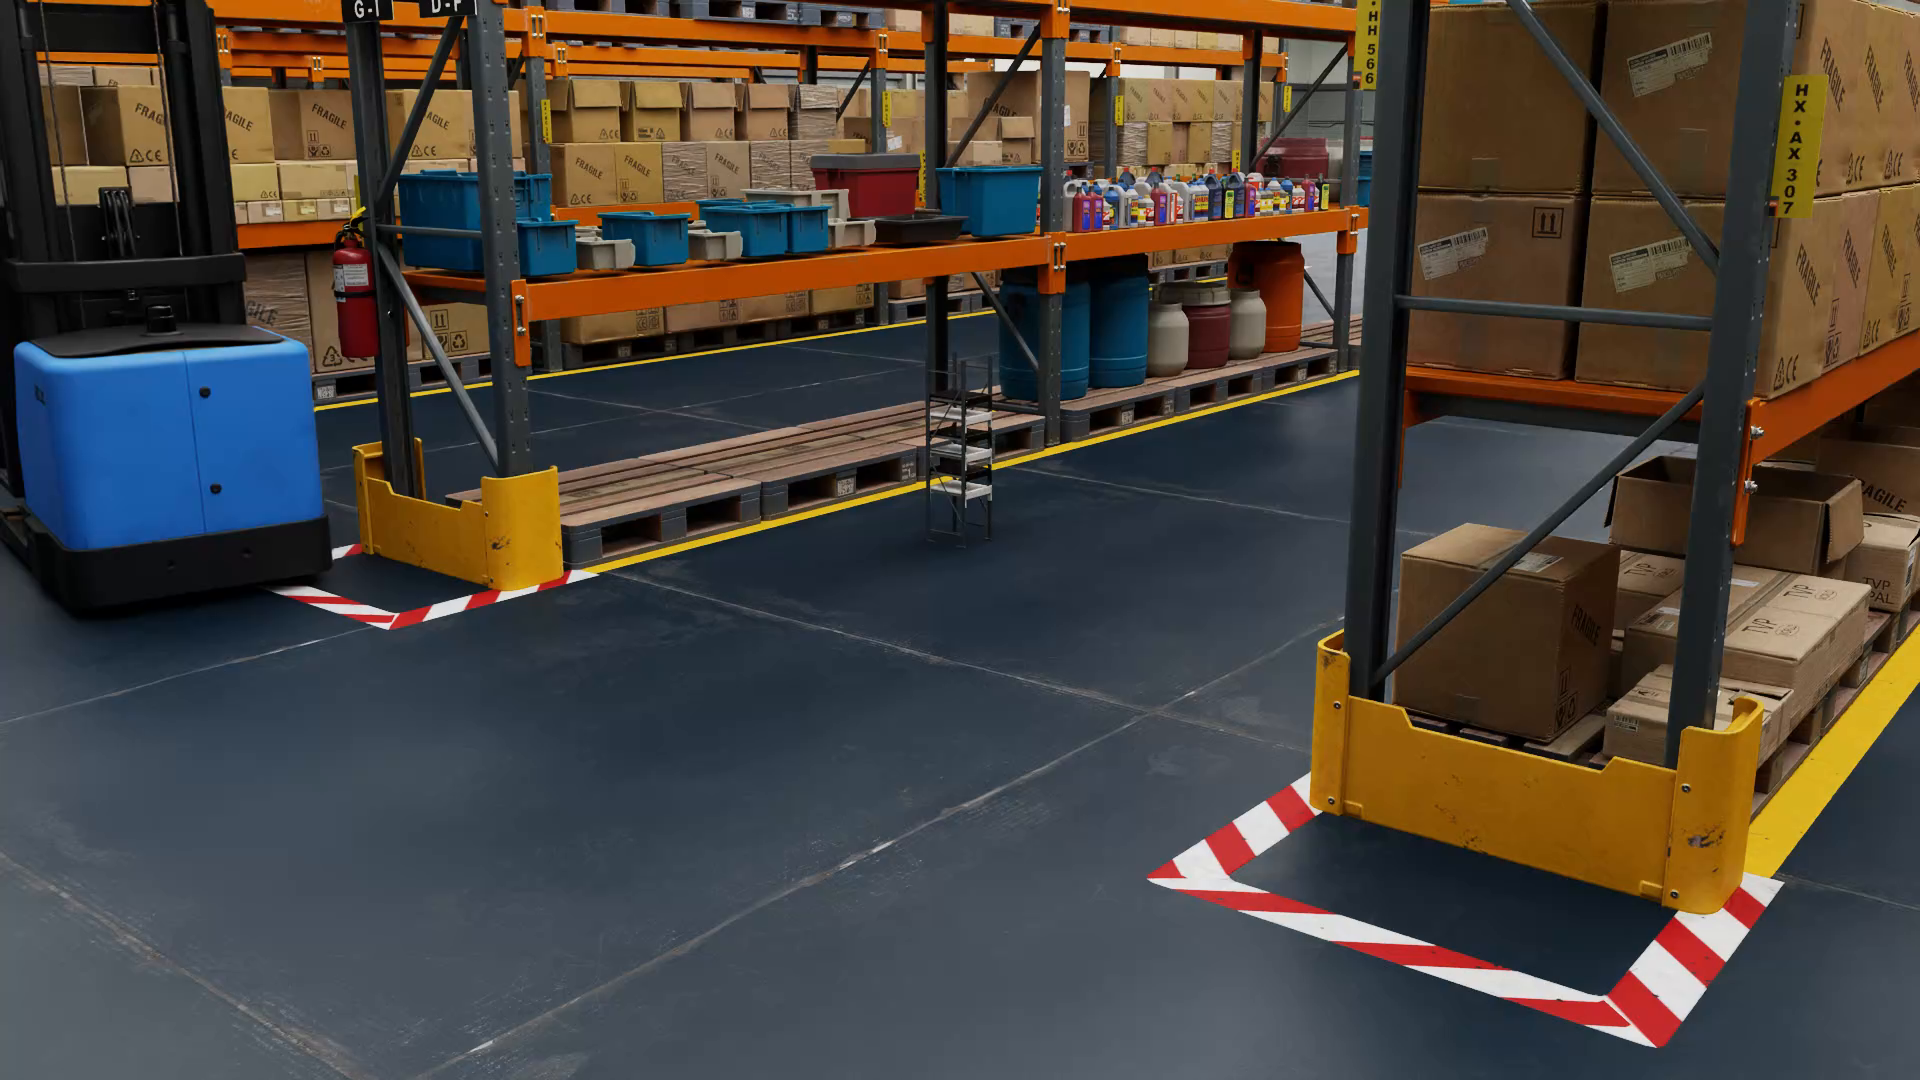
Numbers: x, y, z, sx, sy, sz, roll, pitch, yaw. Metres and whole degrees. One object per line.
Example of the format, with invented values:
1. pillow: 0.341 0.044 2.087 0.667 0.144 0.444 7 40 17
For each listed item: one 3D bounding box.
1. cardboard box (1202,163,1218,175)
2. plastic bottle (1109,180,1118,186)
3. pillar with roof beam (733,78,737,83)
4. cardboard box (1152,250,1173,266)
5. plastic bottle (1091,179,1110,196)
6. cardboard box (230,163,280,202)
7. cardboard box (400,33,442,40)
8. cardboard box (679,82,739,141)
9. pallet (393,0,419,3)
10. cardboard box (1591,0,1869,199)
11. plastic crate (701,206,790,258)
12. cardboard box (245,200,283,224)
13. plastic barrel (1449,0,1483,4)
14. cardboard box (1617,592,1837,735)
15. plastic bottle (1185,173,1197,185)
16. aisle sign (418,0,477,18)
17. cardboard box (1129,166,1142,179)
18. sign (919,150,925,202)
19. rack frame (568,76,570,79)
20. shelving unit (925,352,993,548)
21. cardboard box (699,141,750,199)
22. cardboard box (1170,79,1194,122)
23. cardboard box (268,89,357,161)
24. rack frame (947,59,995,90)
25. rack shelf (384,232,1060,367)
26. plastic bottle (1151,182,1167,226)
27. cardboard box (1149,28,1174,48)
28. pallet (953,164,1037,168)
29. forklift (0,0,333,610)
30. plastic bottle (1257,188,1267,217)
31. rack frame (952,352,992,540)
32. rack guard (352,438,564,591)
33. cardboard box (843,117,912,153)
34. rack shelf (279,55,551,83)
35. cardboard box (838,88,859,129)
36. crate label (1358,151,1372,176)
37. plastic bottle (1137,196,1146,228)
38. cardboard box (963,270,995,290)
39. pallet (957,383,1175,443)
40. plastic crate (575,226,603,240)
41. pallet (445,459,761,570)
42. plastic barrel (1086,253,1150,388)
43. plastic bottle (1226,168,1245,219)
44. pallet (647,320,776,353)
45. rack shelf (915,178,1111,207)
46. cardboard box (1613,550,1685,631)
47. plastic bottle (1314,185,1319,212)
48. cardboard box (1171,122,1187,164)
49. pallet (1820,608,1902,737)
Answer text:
1. cardboard box: 3.013 -4.672 20.931 0.380 0.149 0.250 11 18 38
2. plastic bottle: 1.085 -2.403 11.752 0.097 0.271 0.097 0 14 0
3. pillar with roof beam: -1.698 -10.881 32.680 9.100 9.000 0.400 11 18 38
4. cardboard box: 2.344 -3.722 20.906 0.500 0.500 0.500 9 17 33
5. plastic bottle: 0.976 -2.421 11.813 0.152 0.276 0.135 11 18 38
6. cardboard box: -5.012 -2.437 11.326 0.500 0.250 0.500 11 18 36
7. cardboard box: -5.713 -5.599 17.776 0.500 0.500 0.500 11 18 38
8. cardboard box: -2.436 -3.795 14.729 0.797 0.503 0.637 12 19 39
9. pallet: -4.172 -4.141 12.421 1.003 0.211 1.213 11 18 38
10. cardboard box: 2.023 -1.163 4.375 0.500 0.500 0.500 12 19 39
11. plastic crate: -1.072 -1.549 8.348 0.416 0.233 0.300 11 18 38
12. cardboard box: -4.877 -2.261 11.442 0.380 0.149 0.250 11 18 37
13. plastic barrel: 4.258 -4.966 14.470 0.600 0.901 0.708 11 18 38
14. cardboard box: 2.416 0.378 5.235 0.500 0.250 0.500 11 18 38
15. plastic bottle: 1.783 -2.688 12.851 0.061 0.283 0.133 11 18 38
16. aisle sign: -2.125 -2.553 6.802 0.394 0.787 0.004 11 18 38
17. cardboard box: 1.915 -4.336 19.611 0.380 0.149 0.250 11 18 38
18. sign: -0.224 -2.339 10.675 0.100 0.325 0.005 11 18 38
19. rack frame: -7.678 -7.485 31.493 1.000 3.000 0.127 11 18 38
20. shelving unit: -0.005 -0.435 8.006 0.258 0.900 0.210 11 18 38
21. cardboard box: -2.215 -3.275 14.721 0.500 0.500 0.500 12 18 39
22. cardboard box: 2.487 -5.333 20.187 0.500 0.500 0.500 11 18 38
23. cardboard box: -4.788 -3.075 12.312 0.500 0.500 0.500 11 18 36
24. rack frame: 0.098 -5.971 25.533 1.000 3.000 0.127 11 18 38
25. rack shelf: -1.054 -1.387 8.953 1.077 0.370 4.000 11 18 38
26. plastic bottle: 1.324 -2.237 11.073 0.061 0.283 0.133 11 18 38
27. cardboard box: 2.189 -5.947 19.655 0.500 0.250 0.500 11 18 37
28. pallet: 0.077 -3.944 17.946 1.003 0.211 1.213 11 18 38
29. forklift: -4.057 -1.440 7.837 1.130 2.935 3.031 -10 18 -36
30. plastic bottle: 2.196 -2.470 12.157 0.097 0.201 0.097 0 14 0
31. rack frame: 0.059 -0.454 8.083 0.240 0.900 0.006 11 18 38
32. rack guard: -2.316 -0.135 7.639 1.175 0.500 0.348 11 18 38
33. cardboard box: -0.827 -4.013 16.772 0.500 0.500 0.500 9 17 31
34. rack shelf: -7.586 -6.673 23.669 1.077 0.370 4.000 11 18 38
35. cardboard box: -1.902 -5.989 23.109 0.875 0.550 0.550 11 18 38
36. crate label: 3.552 -3.051 13.968 0.502 0.435 0.616 11 18 38
37. plastic bottle: 1.176 -2.159 10.934 0.097 0.201 0.097 0 14 0
38. cardboard box: -0.040 -3.003 18.033 0.700 0.500 0.500 13 19 42
39. pallet: 0.720 -0.909 11.272 1.003 0.211 1.213 11 18 38
40. plastic crate: -1.746 -1.492 8.317 0.396 0.136 0.243 11 18 38
41. pallet: -1.763 -0.153 8.298 1.003 0.211 1.213 11 18 38
42. plastic barrel: 1.003 -1.543 11.512 0.600 0.901 0.708 11 18 38
43. plastic bottle: 1.944 -2.475 11.873 0.144 0.351 0.185 11 18 38
44. pallet: -2.457 -1.928 15.284 1.003 0.211 1.213 11 18 38
45. rack shelf: 0.122 -3.686 18.001 1.077 0.370 4.000 11 18 38
46. cardboard box: 2.310 0.214 5.879 0.500 0.250 0.500 11 18 38
47. plastic bottle: 2.708 -2.626 12.771 0.097 0.201 0.097 0 14 0
48. cardboard box: 2.287 -4.888 20.467 0.875 0.500 0.500 11 18 38
49. pallet: 2.855 0.366 6.255 1.003 0.211 1.213 11 18 38
